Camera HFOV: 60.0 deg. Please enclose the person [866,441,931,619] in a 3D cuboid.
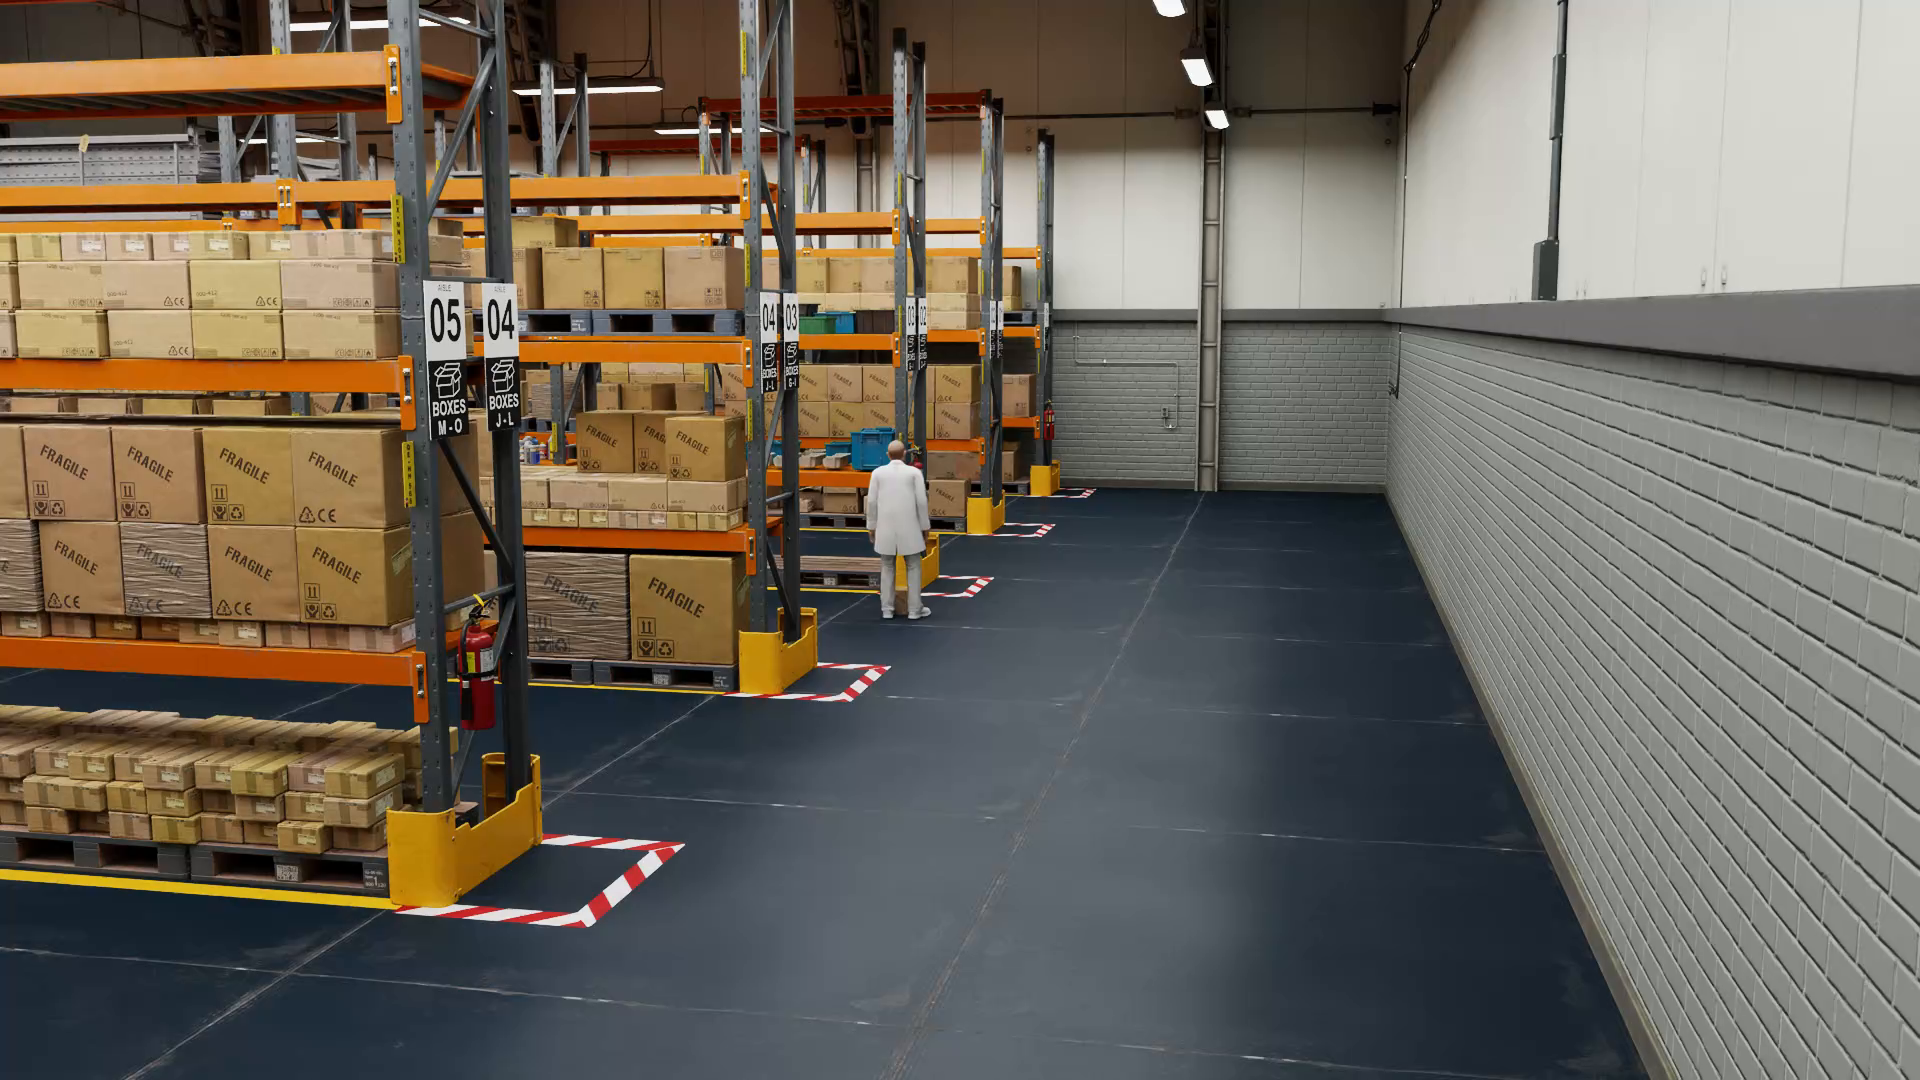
[{"bbox_3d":[-0.618,-0.104,16.627,0.647,1.772,0.429,1,8,8],"label":"person"}]
